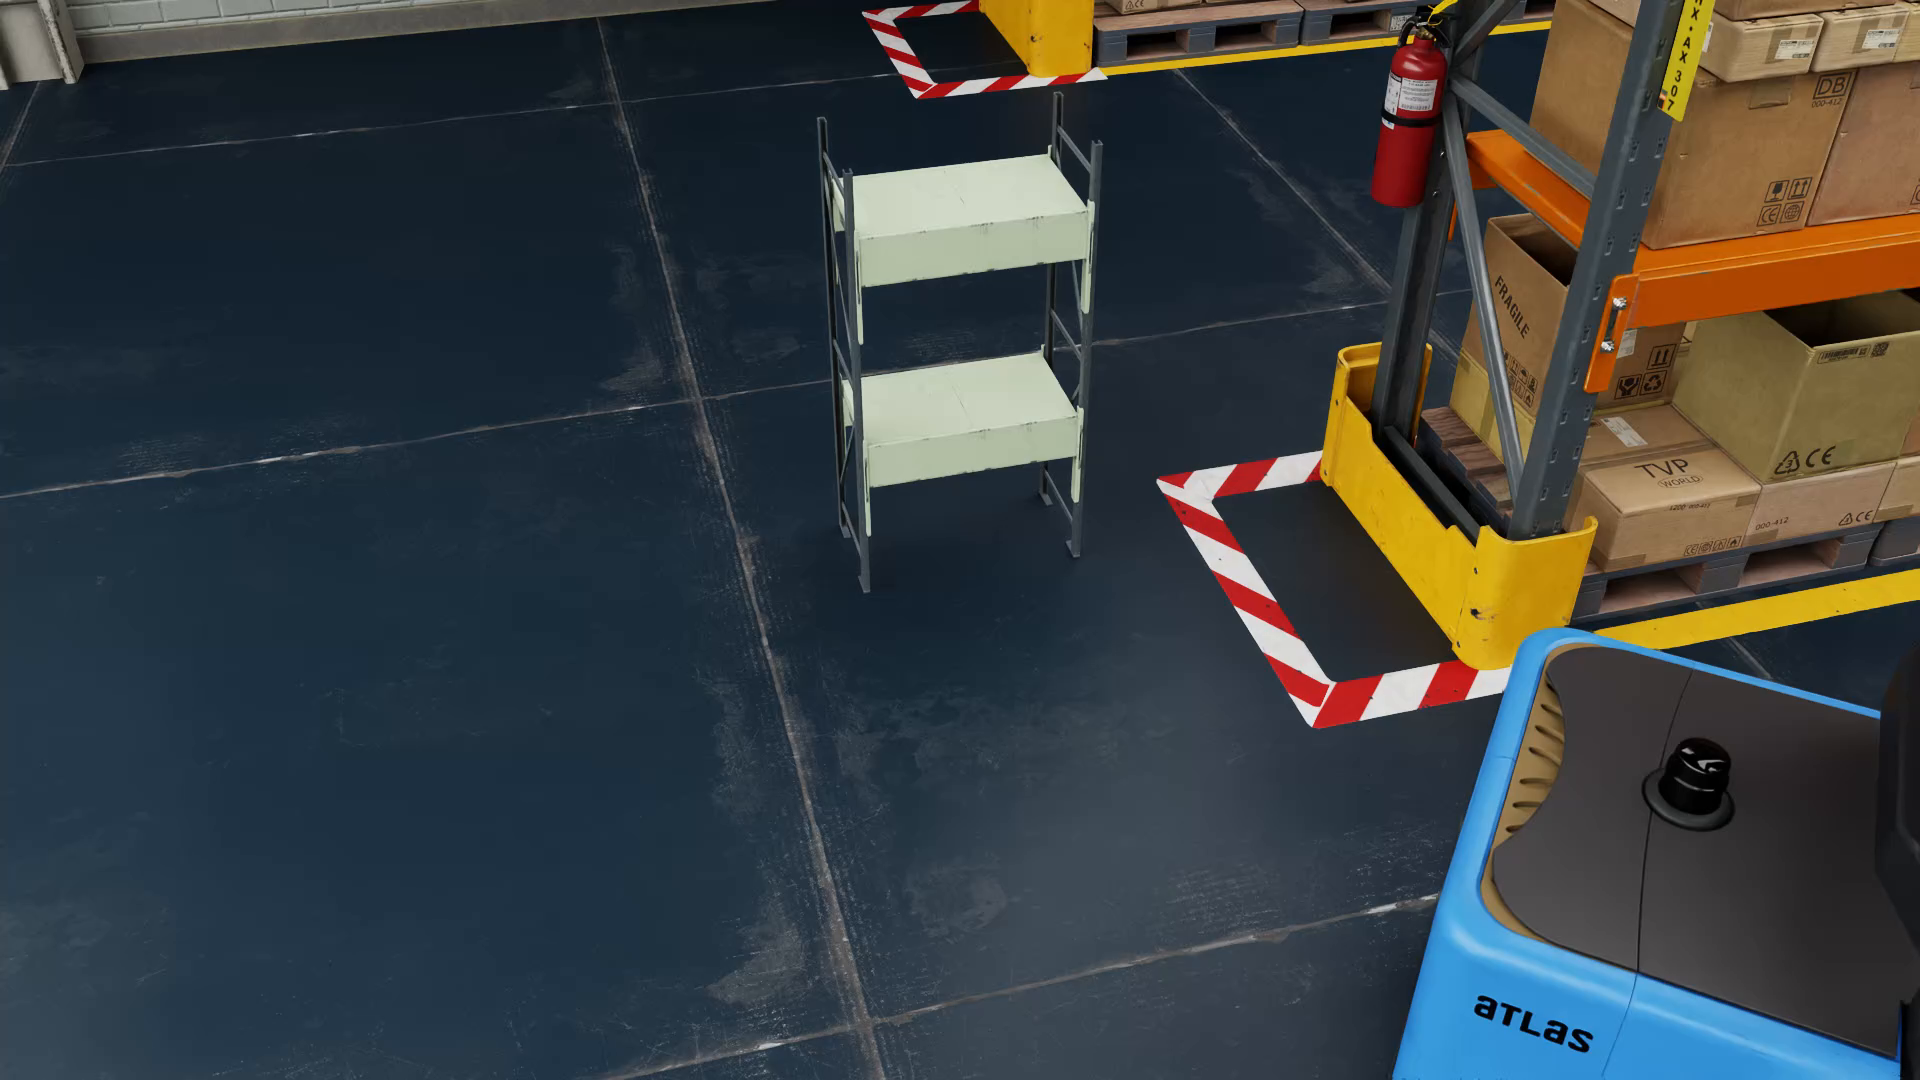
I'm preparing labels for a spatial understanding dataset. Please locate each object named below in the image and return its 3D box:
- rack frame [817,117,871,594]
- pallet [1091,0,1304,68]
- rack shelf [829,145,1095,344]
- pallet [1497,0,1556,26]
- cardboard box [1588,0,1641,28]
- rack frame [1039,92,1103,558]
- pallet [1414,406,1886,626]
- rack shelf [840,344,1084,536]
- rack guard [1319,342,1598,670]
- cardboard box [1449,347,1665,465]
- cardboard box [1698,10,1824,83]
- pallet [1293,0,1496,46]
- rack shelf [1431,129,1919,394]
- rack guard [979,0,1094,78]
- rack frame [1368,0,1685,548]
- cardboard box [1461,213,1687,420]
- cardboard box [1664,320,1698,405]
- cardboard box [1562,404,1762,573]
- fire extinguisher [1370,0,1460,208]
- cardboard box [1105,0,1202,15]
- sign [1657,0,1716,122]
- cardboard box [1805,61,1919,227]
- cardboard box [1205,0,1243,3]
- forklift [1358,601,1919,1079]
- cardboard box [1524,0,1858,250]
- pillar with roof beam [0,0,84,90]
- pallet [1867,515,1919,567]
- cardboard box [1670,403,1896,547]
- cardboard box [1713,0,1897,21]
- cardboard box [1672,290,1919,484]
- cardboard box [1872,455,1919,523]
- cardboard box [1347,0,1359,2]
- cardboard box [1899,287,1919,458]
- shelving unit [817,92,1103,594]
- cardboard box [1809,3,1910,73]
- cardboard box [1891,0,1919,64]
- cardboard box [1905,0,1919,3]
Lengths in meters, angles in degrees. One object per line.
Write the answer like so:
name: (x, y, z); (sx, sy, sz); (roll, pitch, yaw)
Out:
rack frame: (-0.360, -0.537, 5.217); (0.023, 1.500, 0.400); (-9, 38, -12)
pallet: (1.209, -3.064, 9.582); (1.213, 0.211, 1.003); (-9, 38, -12)
rack shelf: (-0.006, -0.905, 5.056); (0.720, 0.370, 0.431); (-9, 38, -12)
pallet: (3.565, -3.451, 10.087); (1.213, 0.211, 1.003); (-9, 38, -12)
cardboard box: (1.957, -1.616, 4.778); (0.250, 0.149, 0.380); (-10, 39, -13)
rack frame: (0.347, -0.653, 5.369); (0.023, 1.500, 0.400); (-9, 38, -12)
pallet: (2.365, -0.185, 5.818); (1.213, 0.211, 1.003); (-9, 38, -12)
rack shelf: (-0.006, -0.336, 5.491); (0.720, 0.370, 0.431); (-9, 38, -12)
rack guard: (1.614, -0.150, 5.534); (0.348, 0.500, 1.175); (-9, 38, -12)
cardboard box: (2.078, -0.479, 5.825); (0.500, 0.250, 0.500); (-9, 38, -12)
cardboard box: (2.073, -1.380, 4.469); (0.250, 0.149, 0.380); (-10, 38, -12)
pallet: (2.385, -3.255, 9.832); (1.213, 0.211, 1.003); (-9, 38, -12)
rack shelf: (3.568, -1.178, 5.413); (4.000, 0.370, 1.077); (-9, 38, -12)
rack guard: (0.416, -3.071, 9.353); (0.348, 0.500, 1.175); (-9, 38, -12)
rack frame: (1.638, -1.146, 4.780); (0.127, 3.000, 1.000); (-9, 38, -12)
cardboard box: (2.078, -0.779, 5.599); (0.500, 0.500, 0.500); (-9, 38, -12)
cardboard box: (2.558, -0.566, 5.938); (0.500, 0.250, 0.500); (-9, 38, -12)
cardboard box: (2.213, -0.176, 5.428); (0.500, 0.250, 0.500); (-9, 38, -12)
fire extinguisher: (1.402, -1.370, 5.135); (0.183, 0.674, 0.296); (-9, 38, -12)
cardboard box: (1.034, -3.215, 9.335); (0.500, 0.311, 0.500); (-14, 39, -17)
sign: (1.777, -1.195, 4.066); (0.005, 0.325, 0.100); (-9, 38, -12)
cardboard box: (2.597, -1.339, 4.949); (0.500, 0.500, 0.700); (-8, 38, -11)
cardboard box: (1.584, -3.306, 9.453); (0.500, 0.311, 0.500); (-6, 38, -8)
forklift: (2.385, 0.497, 2.687); (3.031, 2.935, 1.130); (16, 40, 20)
cardboard box: (2.092, -1.253, 4.836); (0.500, 0.500, 0.700); (-9, 38, -12)
pillar with roof beam: (-3.877, -3.577, 3.020); (0.400, 9.000, 9.100); (-9, 38, -12)
pallet: (3.541, -0.376, 6.067); (1.213, 0.211, 1.003); (-9, 38, -12)
cardboard box: (2.695, -0.257, 5.535); (0.500, 0.250, 0.500); (-9, 38, -12)
cardboard box: (2.143, -1.776, 4.453); (0.500, 0.500, 0.700); (-9, 38, -12)
cardboard box: (2.696, -0.554, 5.305); (0.500, 0.500, 0.500); (-9, 38, -12)
cardboard box: (3.178, -0.336, 5.638); (0.500, 0.250, 0.500); (-9, 38, -12)
cardboard box: (2.306, -3.467, 9.509); (0.500, 0.500, 0.700); (-12, 39, -15)
cardboard box: (3.175, -0.641, 5.419); (0.500, 0.500, 0.500); (-9, 38, -12)
shelving unit: (-0.006, -0.595, 5.293); (0.755, 1.500, 0.431); (-9, 38, -12)
cardboard box: (2.327, -1.423, 4.525); (0.250, 0.149, 0.380); (-10, 39, -13)
cardboard box: (2.568, -1.462, 4.576); (0.250, 0.149, 0.380); (-9, 38, -12)
cardboard box: (2.649, -1.863, 4.566); (0.500, 0.500, 0.700); (-10, 39, -13)
